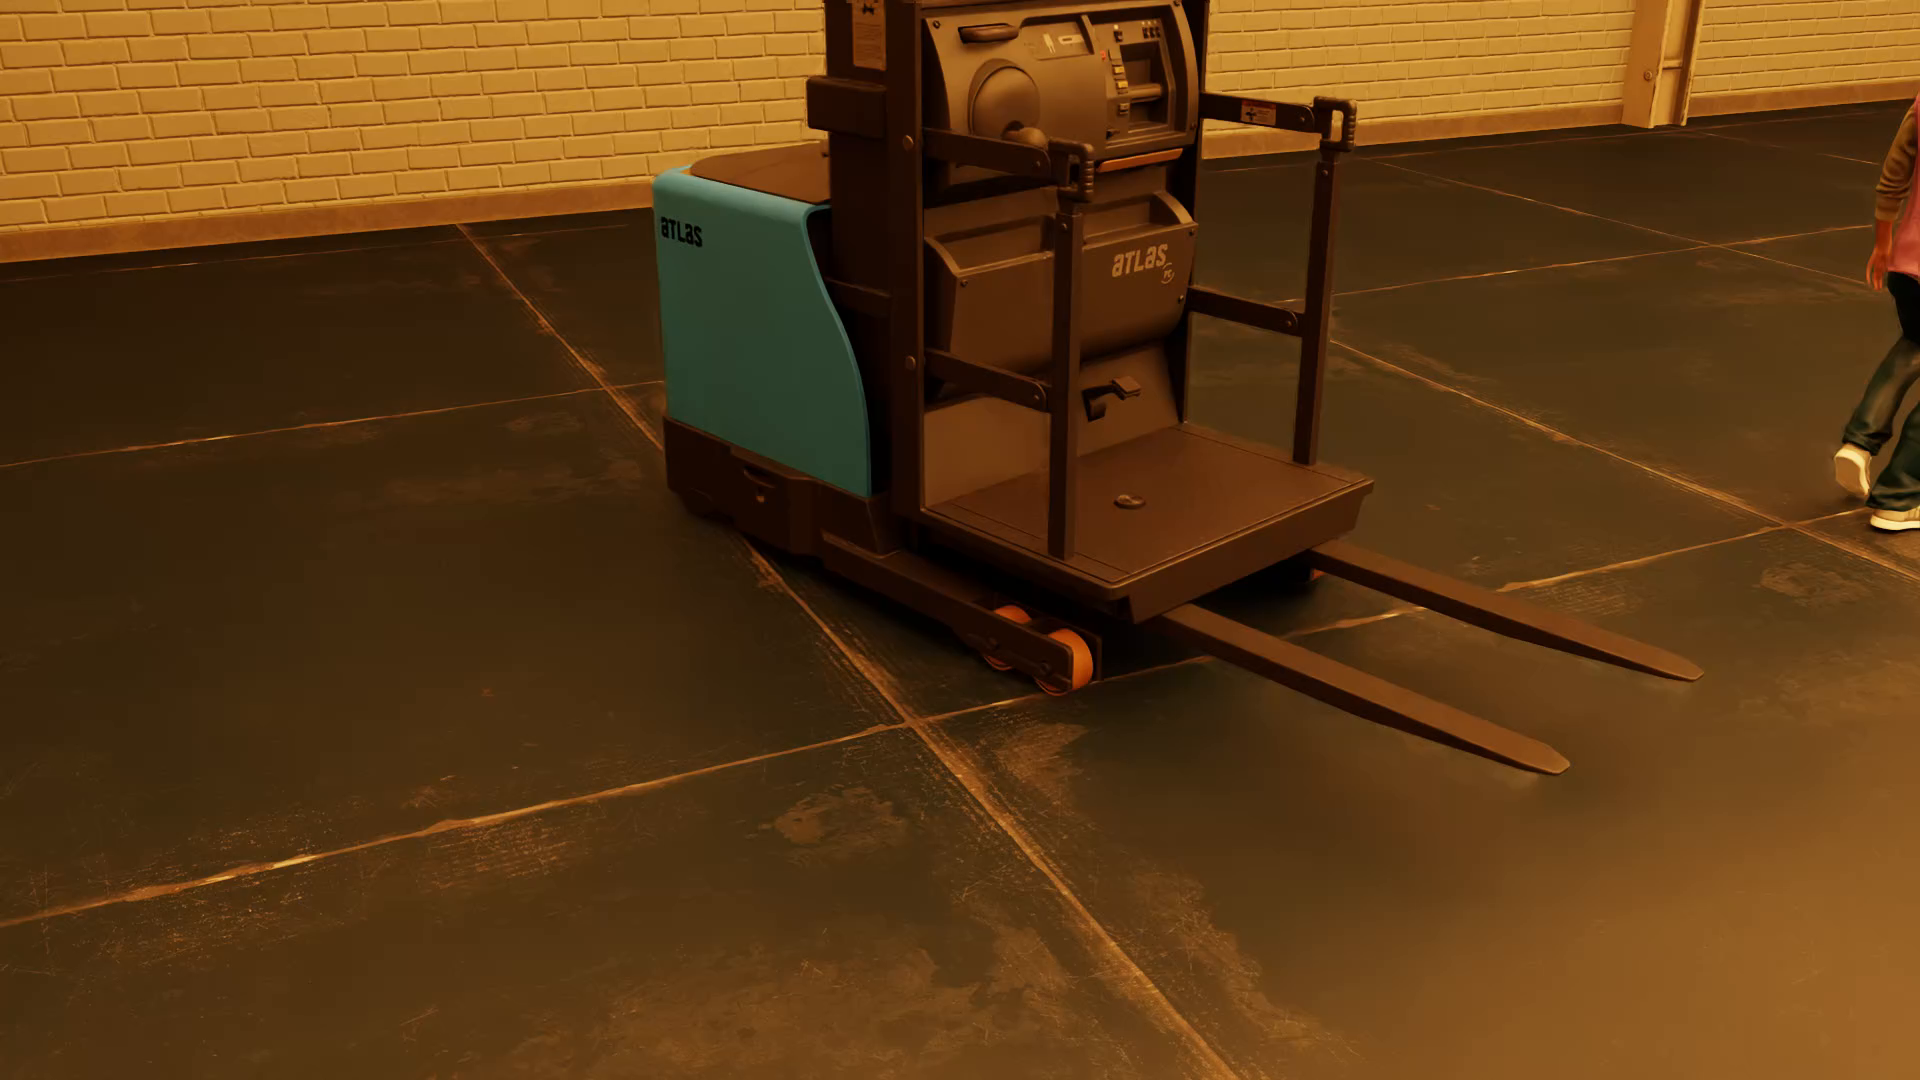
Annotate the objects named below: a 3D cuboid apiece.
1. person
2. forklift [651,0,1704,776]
[{"bbox_3d":[2.989,-0.804,4.989,0.425,1.578,0.534,-11,25,-26],"label":"person"},{"bbox_3d":[0.428,-1.184,4.136,1.130,2.935,3.031,-20,30,-39],"label":"forklift"}]
